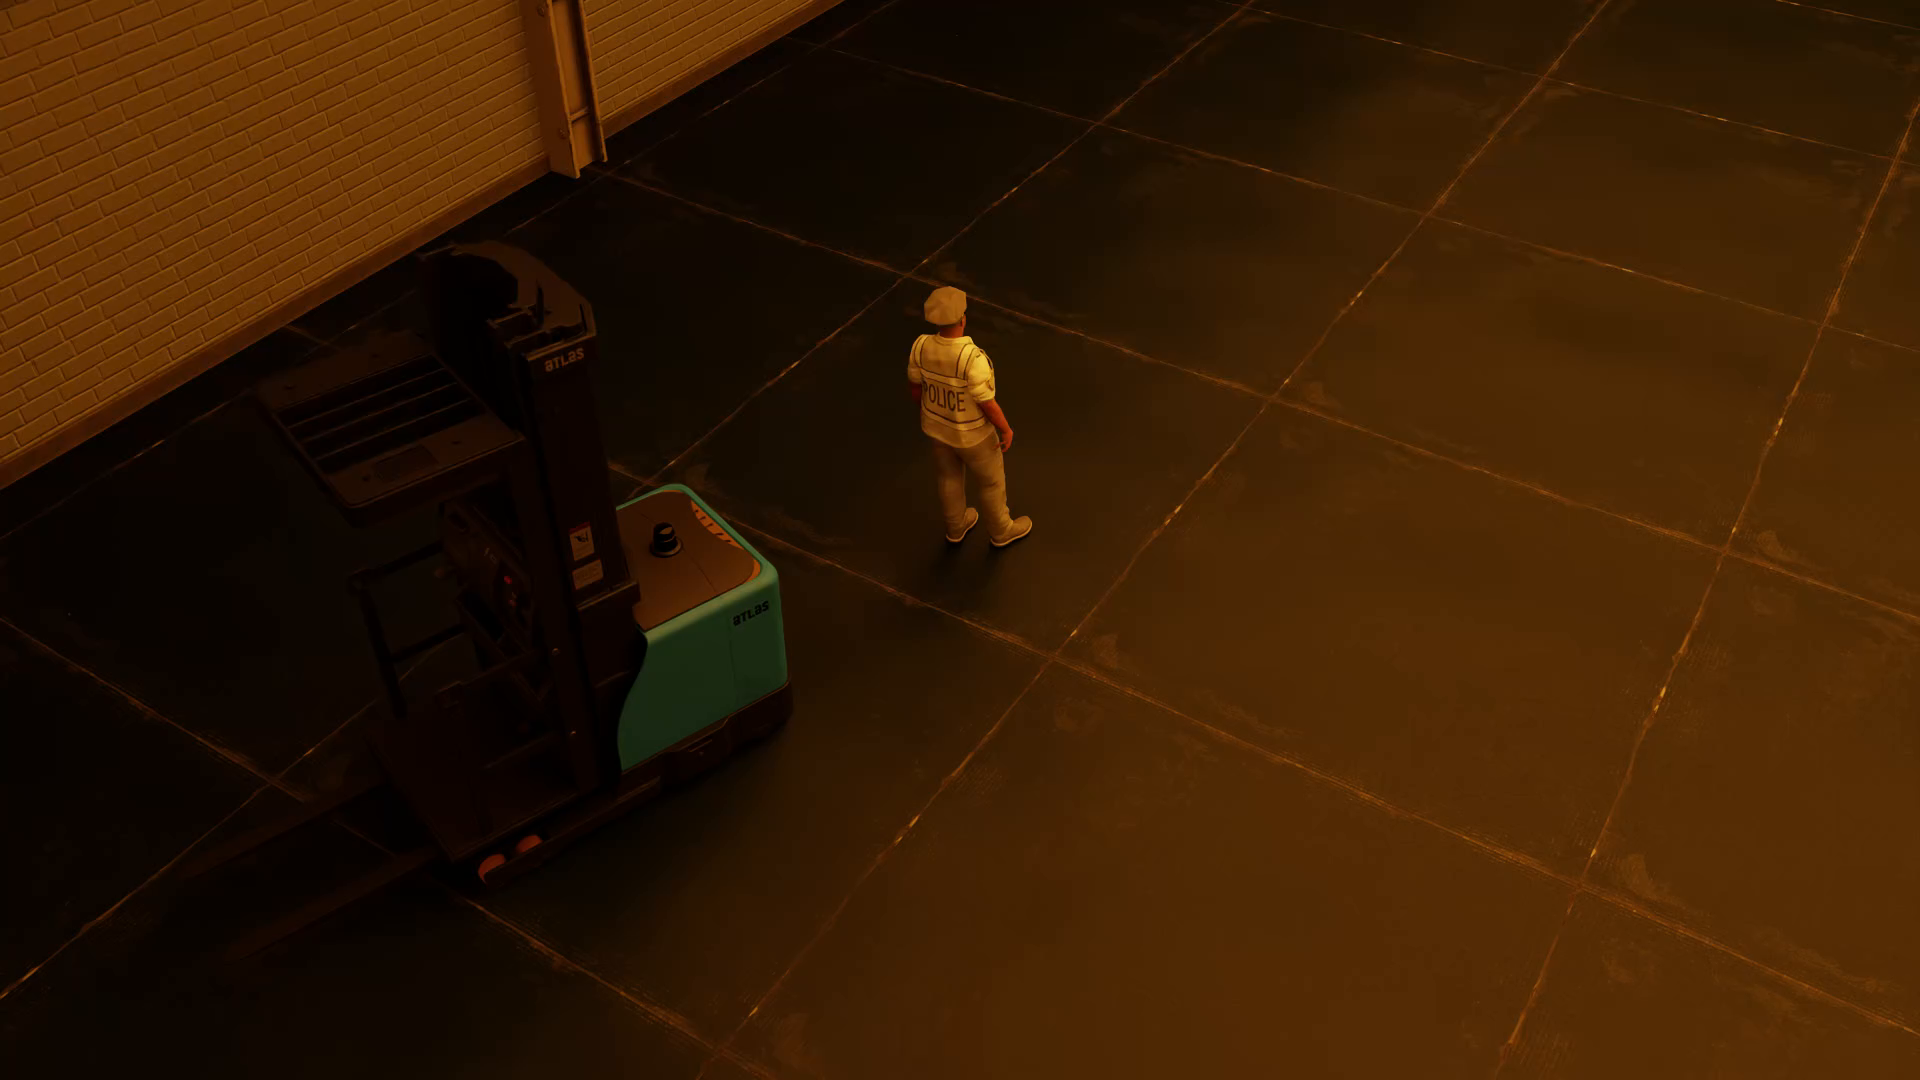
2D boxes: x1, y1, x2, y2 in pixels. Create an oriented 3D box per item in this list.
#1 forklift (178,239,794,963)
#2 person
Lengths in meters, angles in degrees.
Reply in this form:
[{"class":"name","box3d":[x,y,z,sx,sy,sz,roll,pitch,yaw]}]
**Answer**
[{"class":"forklift","box3d":[-2.374,0.209,7.721,3.031,2.935,1.130,-27,47,-28]},{"class":"person","box3d":[0.052,-0.723,9.698,0.640,1.781,0.575,22,45,24]}]
